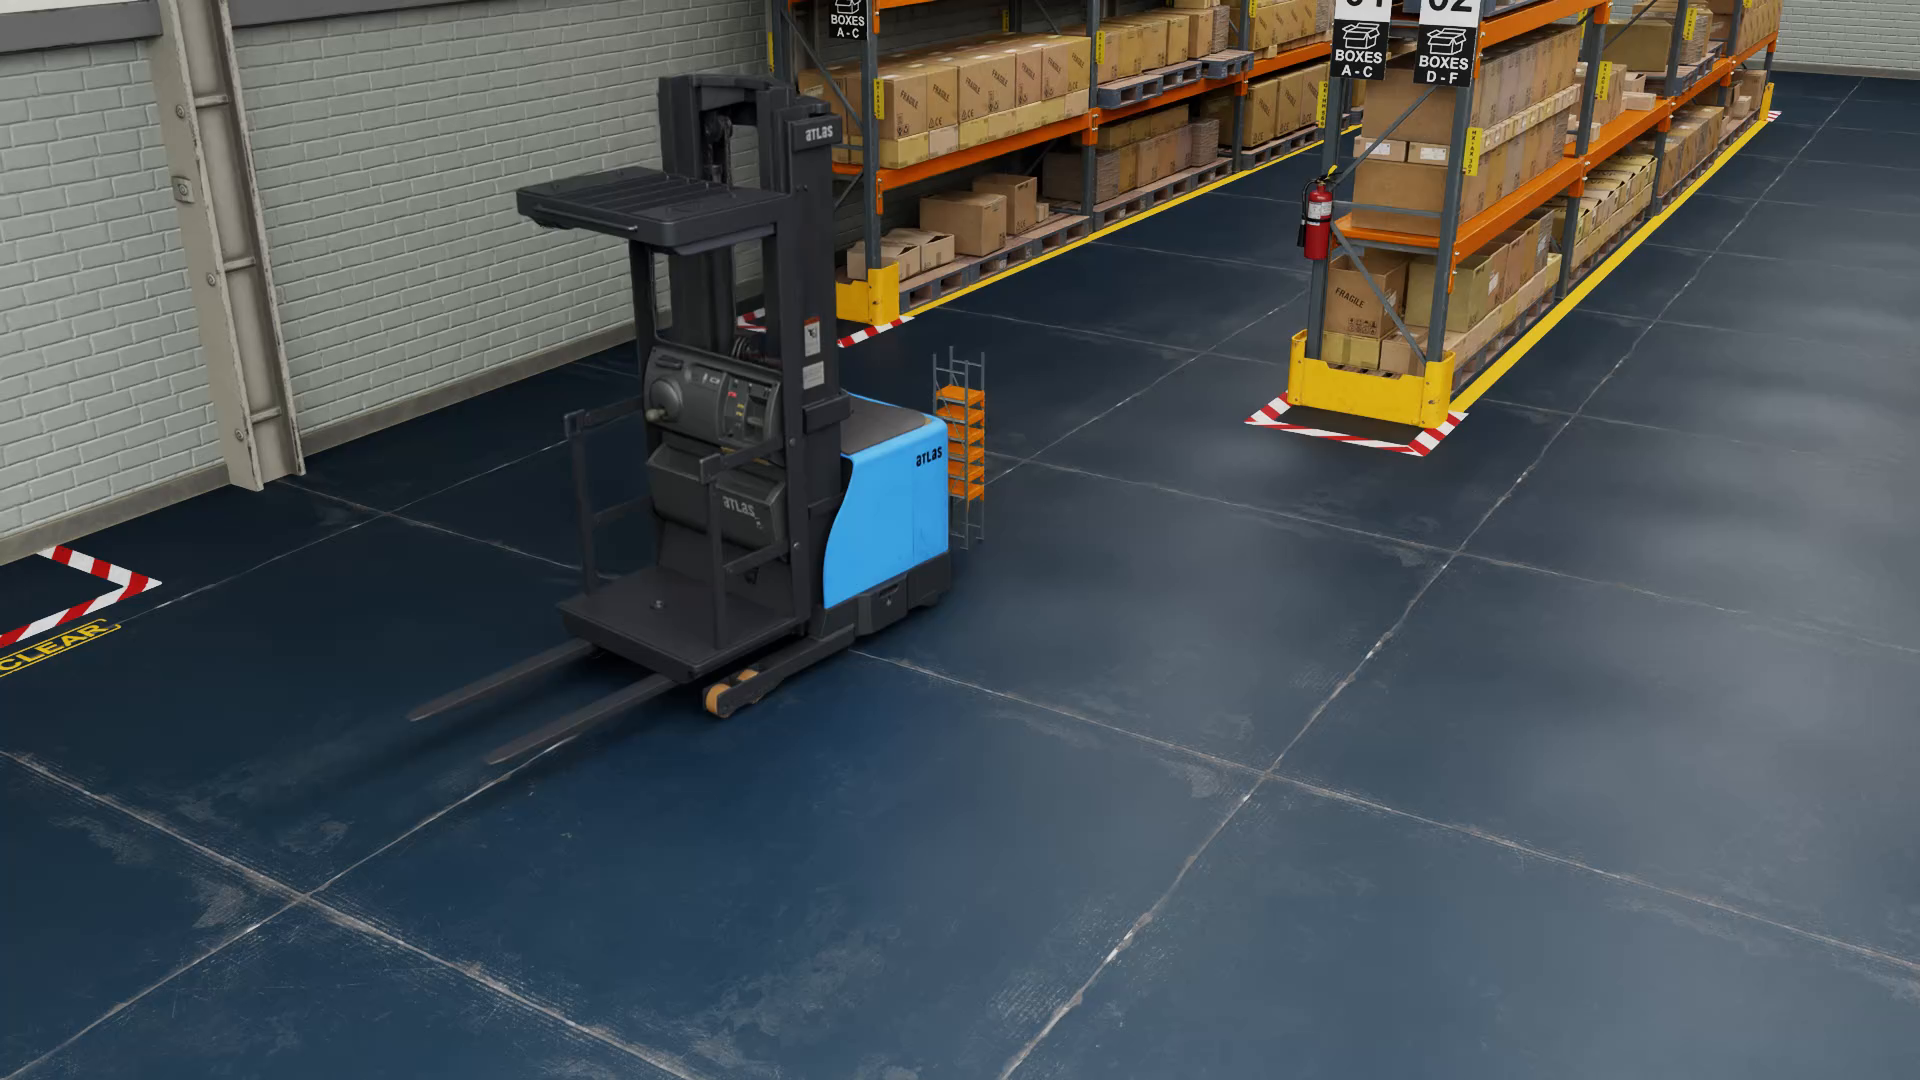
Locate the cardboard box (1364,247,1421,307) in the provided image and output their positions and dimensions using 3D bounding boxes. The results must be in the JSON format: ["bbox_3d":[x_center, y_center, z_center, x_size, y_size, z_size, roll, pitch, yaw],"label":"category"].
[{"bbox_3d":[3.613,-2.226,13.604,0.500,0.500,0.500,14,27,29],"label":"cardboard box"}]

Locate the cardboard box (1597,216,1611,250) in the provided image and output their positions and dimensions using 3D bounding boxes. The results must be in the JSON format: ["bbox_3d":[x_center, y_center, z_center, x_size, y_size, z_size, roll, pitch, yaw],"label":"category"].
[{"bbox_3d":[6.143,-3.080,16.521,0.500,0.250,0.500,13,27,27],"label":"cardboard box"}]

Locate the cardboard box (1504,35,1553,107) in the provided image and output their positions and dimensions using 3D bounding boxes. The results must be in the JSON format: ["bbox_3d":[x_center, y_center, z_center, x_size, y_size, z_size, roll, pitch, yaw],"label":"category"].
[{"bbox_3d":[4.419,-3.867,13.649,0.700,0.500,0.500,14,27,29],"label":"cardboard box"}]

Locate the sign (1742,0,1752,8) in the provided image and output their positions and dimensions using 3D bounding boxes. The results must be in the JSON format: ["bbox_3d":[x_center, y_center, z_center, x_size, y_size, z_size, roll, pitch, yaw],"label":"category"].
[{"bbox_3d":[9.872,-6.833,20.801,0.100,0.325,0.005,14,27,29],"label":"sign"}]

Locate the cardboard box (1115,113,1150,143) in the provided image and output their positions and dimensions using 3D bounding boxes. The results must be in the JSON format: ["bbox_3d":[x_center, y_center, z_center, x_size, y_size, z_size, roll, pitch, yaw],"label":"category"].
[{"bbox_3d":[1.843,-4.730,19.050,0.500,0.250,0.500,13,27,27],"label":"cardboard box"}]

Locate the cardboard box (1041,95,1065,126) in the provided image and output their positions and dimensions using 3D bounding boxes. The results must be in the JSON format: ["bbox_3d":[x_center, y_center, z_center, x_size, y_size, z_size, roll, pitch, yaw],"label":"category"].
[{"bbox_3d":[0.706,-4.304,16.581,0.500,0.250,0.500,14,27,29],"label":"cardboard box"}]

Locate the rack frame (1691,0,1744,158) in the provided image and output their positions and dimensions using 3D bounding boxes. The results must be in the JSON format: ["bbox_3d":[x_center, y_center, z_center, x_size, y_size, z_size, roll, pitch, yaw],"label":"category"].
[{"bbox_3d":[9.398,-6.417,21.297,1.000,3.000,0.127,14,27,29],"label":"rack frame"}]

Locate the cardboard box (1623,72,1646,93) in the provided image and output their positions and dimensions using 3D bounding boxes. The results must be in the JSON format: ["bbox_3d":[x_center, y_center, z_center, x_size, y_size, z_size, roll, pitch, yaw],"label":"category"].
[{"bbox_3d":[7.059,-4.912,17.934,0.500,0.311,0.500,16,28,32],"label":"cardboard box"}]

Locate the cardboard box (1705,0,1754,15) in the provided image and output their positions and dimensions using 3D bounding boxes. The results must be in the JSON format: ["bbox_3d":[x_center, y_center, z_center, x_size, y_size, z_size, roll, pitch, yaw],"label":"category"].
[{"bbox_3d":[9.886,-7.022,21.310,0.500,0.500,0.500,15,27,30],"label":"cardboard box"}]

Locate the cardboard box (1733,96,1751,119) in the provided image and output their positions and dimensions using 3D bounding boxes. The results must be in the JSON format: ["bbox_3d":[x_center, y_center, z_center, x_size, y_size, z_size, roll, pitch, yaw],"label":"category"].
[{"bbox_3d":[10.904,-6.158,23.605,0.500,0.250,0.500,14,27,29],"label":"cardboard box"}]

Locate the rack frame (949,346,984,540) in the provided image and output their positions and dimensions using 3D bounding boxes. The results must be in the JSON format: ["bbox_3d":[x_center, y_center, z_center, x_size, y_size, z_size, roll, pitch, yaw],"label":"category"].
[{"bbox_3d":[0.041,-0.577,10.072,0.240,1.200,0.006,14,27,29],"label":"rack frame"}]

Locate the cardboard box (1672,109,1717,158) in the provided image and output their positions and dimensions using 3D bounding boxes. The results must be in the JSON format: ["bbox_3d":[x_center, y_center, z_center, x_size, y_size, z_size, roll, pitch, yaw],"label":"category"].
[{"bbox_3d":[9.113,-5.080,20.802,0.500,0.500,0.500,14,27,29],"label":"cardboard box"}]

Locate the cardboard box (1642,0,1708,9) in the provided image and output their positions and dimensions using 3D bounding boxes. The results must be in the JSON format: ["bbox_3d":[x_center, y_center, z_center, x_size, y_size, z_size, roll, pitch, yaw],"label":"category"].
[{"bbox_3d":[8.958,-6.543,20.933,0.700,0.500,0.500,5,24,11],"label":"cardboard box"}]

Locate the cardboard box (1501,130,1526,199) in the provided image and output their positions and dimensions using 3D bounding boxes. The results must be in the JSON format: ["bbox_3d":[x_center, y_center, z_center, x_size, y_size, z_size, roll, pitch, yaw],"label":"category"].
[{"bbox_3d":[4.140,-3.091,13.488,0.700,0.500,0.500,15,27,31],"label":"cardboard box"}]

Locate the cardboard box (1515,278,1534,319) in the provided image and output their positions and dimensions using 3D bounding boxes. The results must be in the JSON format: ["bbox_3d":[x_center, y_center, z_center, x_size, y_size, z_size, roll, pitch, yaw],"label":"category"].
[{"bbox_3d":[4.596,-2.107,14.274,0.500,0.250,0.500,14,27,29],"label":"cardboard box"}]

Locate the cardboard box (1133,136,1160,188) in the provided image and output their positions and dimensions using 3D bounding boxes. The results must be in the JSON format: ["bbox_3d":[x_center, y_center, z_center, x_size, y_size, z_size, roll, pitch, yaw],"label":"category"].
[{"bbox_3d":[1.875,-4.409,19.252,0.700,0.500,0.500,14,27,30],"label":"cardboard box"}]

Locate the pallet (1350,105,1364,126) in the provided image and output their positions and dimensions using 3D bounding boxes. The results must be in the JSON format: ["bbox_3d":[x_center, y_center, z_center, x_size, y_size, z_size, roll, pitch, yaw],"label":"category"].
[{"bbox_3d":[5.655,-6.414,24.801,1.003,0.211,1.213,14,27,29],"label":"pallet"}]

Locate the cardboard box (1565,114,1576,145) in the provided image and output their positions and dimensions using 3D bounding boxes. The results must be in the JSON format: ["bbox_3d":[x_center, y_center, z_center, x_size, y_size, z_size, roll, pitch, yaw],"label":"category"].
[{"bbox_3d":[5.401,-3.823,15.495,0.500,0.250,0.500,16,28,32],"label":"cardboard box"}]

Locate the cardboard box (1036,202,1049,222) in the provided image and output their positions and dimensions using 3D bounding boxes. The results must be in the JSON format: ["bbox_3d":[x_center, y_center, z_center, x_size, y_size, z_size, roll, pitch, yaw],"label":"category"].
[{"bbox_3d":[0.711,-3.468,17.499,0.380,0.166,0.250,10,25,22],"label":"cardboard box"}]

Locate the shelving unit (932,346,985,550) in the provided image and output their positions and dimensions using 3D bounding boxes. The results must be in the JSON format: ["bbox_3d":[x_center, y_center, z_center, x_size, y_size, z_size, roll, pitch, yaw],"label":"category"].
[{"bbox_3d":[-0.008,-0.546,10.000,0.258,1.200,0.189,14,27,29],"label":"shelving unit"}]

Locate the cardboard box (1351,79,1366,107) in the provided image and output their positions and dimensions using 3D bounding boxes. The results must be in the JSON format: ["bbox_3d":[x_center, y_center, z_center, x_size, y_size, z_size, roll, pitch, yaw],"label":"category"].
[{"bbox_3d":[5.669,-6.730,24.639,0.700,0.500,0.500,14,27,30],"label":"cardboard box"}]

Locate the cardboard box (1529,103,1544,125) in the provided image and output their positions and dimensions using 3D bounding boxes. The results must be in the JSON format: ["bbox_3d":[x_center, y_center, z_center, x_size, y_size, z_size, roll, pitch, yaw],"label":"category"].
[{"bbox_3d":[4.546,-3.495,13.606,0.380,0.149,0.250,15,27,30],"label":"cardboard box"}]

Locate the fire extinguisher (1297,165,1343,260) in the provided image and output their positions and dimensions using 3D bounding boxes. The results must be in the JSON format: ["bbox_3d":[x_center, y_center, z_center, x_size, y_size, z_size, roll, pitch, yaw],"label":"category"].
[{"bbox_3d":[2.611,-2.389,12.090,0.296,0.674,0.183,14,27,29],"label":"fire extinguisher"}]

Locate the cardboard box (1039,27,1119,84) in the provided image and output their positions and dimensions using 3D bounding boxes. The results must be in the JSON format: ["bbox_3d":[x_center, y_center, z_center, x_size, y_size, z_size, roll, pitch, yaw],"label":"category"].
[{"bbox_3d":[1.265,-5.166,17.728,0.700,0.500,0.500,14,27,29],"label":"cardboard box"}]

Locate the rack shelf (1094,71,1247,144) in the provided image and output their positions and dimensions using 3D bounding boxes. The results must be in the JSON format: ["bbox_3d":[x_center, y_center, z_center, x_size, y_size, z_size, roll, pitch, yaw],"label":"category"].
[{"bbox_3d":[2.023,-5.099,19.157,1.077,0.370,4.000,14,27,29],"label":"rack shelf"}]

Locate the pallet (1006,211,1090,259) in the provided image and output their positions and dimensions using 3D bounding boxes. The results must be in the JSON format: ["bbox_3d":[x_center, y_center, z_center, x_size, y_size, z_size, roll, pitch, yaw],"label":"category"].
[{"bbox_3d":[0.644,-3.240,17.468,1.003,0.211,1.213,14,27,29],"label":"pallet"}]

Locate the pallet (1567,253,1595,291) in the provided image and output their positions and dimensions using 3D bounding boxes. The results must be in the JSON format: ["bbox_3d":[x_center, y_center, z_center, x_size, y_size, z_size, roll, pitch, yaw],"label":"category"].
[{"bbox_3d":[5.534,-2.694,16.207,1.003,0.211,1.213,14,27,29],"label":"pallet"}]

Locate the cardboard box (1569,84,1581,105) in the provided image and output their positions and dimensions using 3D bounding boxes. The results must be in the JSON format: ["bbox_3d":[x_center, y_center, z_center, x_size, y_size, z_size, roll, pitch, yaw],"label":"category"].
[{"bbox_3d":[5.217,-3.924,14.596,0.380,0.149,0.250,14,27,29],"label":"cardboard box"}]

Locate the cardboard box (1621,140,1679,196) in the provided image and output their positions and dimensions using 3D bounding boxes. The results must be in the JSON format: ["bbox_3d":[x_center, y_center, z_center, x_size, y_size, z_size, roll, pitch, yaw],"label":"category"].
[{"bbox_3d":[7.771,-4.215,18.804,0.500,0.500,0.500,15,28,31],"label":"cardboard box"}]

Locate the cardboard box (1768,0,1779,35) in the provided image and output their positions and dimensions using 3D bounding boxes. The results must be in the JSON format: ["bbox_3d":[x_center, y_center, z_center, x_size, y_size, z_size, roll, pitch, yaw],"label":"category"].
[{"bbox_3d":[11.232,-7.429,23.509,0.500,0.500,0.500,14,27,29],"label":"cardboard box"}]

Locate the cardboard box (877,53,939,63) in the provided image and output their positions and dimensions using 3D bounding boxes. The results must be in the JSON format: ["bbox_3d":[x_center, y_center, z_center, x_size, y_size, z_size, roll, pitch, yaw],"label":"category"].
[{"bbox_3d":[-0.531,-4.235,15.477,0.500,0.500,0.500,13,27,28],"label":"cardboard box"}]

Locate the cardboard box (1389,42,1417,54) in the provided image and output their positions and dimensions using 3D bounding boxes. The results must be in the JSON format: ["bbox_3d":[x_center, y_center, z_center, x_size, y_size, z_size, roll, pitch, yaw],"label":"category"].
[{"bbox_3d":[6.966,-7.722,26.113,0.380,0.149,0.250,15,27,30],"label":"cardboard box"}]

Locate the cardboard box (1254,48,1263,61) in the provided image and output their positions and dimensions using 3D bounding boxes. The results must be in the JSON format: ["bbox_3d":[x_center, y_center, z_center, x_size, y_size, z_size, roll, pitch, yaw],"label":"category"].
[{"bbox_3d":[3.589,-6.143,20.956,0.380,0.149,0.250,14,27,30],"label":"cardboard box"}]

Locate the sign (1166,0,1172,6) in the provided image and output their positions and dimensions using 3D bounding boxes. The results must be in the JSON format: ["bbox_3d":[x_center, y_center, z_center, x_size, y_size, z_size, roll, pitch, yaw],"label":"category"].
[{"bbox_3d":[2.605,-6.750,20.610,0.100,0.325,0.005,14,27,29],"label":"sign"}]

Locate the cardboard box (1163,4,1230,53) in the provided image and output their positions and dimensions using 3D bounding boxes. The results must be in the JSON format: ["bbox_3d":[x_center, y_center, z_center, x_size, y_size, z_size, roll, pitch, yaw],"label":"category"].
[{"bbox_3d":[2.838,-6.191,20.095,0.700,0.500,0.500,11,26,23],"label":"cardboard box"}]

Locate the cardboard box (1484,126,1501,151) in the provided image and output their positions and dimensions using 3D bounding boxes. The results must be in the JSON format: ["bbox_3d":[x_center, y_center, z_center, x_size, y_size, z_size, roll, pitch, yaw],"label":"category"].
[{"bbox_3d":[3.863,-3.056,12.591,0.380,0.149,0.250,13,27,28],"label":"cardboard box"}]

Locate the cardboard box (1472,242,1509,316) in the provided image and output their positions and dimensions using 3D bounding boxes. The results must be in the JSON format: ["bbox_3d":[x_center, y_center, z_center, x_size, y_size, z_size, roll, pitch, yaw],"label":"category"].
[{"bbox_3d":[4.055,-2.117,13.353,0.500,0.500,0.500,14,27,29],"label":"cardboard box"}]

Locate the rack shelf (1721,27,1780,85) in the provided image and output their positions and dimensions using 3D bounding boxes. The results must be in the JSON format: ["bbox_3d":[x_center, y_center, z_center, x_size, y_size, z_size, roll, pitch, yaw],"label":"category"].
[{"bbox_3d":[10.453,-6.762,22.999,1.077,0.370,4.000,14,27,29],"label":"rack shelf"}]

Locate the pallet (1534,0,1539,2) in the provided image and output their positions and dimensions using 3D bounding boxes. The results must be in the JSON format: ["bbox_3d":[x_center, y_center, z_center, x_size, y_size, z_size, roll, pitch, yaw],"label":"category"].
[{"bbox_3d":[4.106,-4.349,12.857,1.003,0.211,1.213,14,27,29],"label":"pallet"}]

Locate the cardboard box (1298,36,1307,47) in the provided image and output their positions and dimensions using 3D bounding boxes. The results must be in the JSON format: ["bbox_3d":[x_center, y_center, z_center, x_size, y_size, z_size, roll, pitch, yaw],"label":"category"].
[{"bbox_3d":[4.393,-6.667,22.167,0.380,0.149,0.250,15,27,31],"label":"cardboard box"}]

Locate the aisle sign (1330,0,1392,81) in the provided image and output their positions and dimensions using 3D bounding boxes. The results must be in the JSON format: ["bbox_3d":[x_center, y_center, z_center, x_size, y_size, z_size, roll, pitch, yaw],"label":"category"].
[{"bbox_3d":[2.784,-3.599,11.516,0.394,0.787,0.004,14,27,29],"label":"aisle sign"}]

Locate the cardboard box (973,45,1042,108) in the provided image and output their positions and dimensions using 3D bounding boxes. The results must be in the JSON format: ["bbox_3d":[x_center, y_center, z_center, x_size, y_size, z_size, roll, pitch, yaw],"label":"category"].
[{"bbox_3d":[0.448,-4.476,16.034,0.500,0.500,0.500,13,27,27],"label":"cardboard box"}]

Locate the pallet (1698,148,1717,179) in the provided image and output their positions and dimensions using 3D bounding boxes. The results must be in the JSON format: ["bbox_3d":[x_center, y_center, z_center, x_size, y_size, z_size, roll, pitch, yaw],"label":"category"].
[{"bbox_3d":[9.001,-4.855,21.199,1.003,0.211,1.213,14,27,29],"label":"pallet"}]

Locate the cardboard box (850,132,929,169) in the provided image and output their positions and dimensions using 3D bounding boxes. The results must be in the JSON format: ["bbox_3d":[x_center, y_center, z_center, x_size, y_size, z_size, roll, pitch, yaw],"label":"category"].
[{"bbox_3d":[-0.615,-3.442,14.589,0.500,0.250,0.500,13,27,27],"label":"cardboard box"}]

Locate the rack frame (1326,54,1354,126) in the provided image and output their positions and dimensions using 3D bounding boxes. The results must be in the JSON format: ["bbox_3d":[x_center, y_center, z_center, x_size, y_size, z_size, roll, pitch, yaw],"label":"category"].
[{"bbox_3d":[5.188,-7.454,23.692,1.000,3.000,0.127,14,27,29],"label":"rack frame"}]

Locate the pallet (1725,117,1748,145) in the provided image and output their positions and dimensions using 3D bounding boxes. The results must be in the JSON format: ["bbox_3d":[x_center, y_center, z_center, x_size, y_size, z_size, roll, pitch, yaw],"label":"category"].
[{"bbox_3d":[10.404,-5.782,23.341,1.003,0.211,1.213,14,27,29],"label":"pallet"}]

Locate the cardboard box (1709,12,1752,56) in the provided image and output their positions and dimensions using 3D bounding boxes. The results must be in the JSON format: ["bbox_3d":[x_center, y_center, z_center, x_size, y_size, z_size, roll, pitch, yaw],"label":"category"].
[{"bbox_3d":[9.899,-6.578,21.543,0.500,0.500,0.500,15,27,30],"label":"cardboard box"}]

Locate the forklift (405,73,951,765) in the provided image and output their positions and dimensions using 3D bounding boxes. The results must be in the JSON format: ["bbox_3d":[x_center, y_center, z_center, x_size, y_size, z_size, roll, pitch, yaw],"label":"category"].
[{"bbox_3d":[-1.378,-0.691,8.156,1.130,2.935,3.031,18,29,36],"label":"forklift"}]

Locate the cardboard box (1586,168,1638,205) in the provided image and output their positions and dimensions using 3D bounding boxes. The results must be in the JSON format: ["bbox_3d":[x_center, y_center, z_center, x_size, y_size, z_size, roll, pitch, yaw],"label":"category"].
[{"bbox_3d":[6.684,-3.680,17.202,0.500,0.311,0.500,14,27,29],"label":"cardboard box"}]

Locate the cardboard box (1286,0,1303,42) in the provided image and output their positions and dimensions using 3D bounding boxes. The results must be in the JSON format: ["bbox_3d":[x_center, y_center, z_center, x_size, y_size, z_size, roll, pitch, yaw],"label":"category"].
[{"bbox_3d":[4.098,-6.748,21.536,0.500,0.500,0.500,14,27,29],"label":"cardboard box"}]

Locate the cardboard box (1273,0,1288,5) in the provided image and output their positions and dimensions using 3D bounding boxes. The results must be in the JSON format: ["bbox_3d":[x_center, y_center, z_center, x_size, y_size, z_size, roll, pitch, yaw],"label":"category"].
[{"bbox_3d":[3.819,-6.920,20.990,0.500,0.250,0.500,13,27,28],"label":"cardboard box"}]

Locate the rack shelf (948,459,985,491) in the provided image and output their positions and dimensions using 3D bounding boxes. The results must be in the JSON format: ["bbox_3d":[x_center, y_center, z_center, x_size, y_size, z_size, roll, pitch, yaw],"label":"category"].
[{"bbox_3d":[-0.008,-0.395,10.066,0.258,0.103,0.180,14,27,29],"label":"rack shelf"}]

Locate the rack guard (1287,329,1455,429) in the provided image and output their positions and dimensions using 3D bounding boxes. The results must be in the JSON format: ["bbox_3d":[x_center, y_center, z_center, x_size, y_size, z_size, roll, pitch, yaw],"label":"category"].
[{"bbox_3d":[3.056,-1.212,12.419,1.175,0.500,0.348,14,27,29],"label":"rack guard"}]
